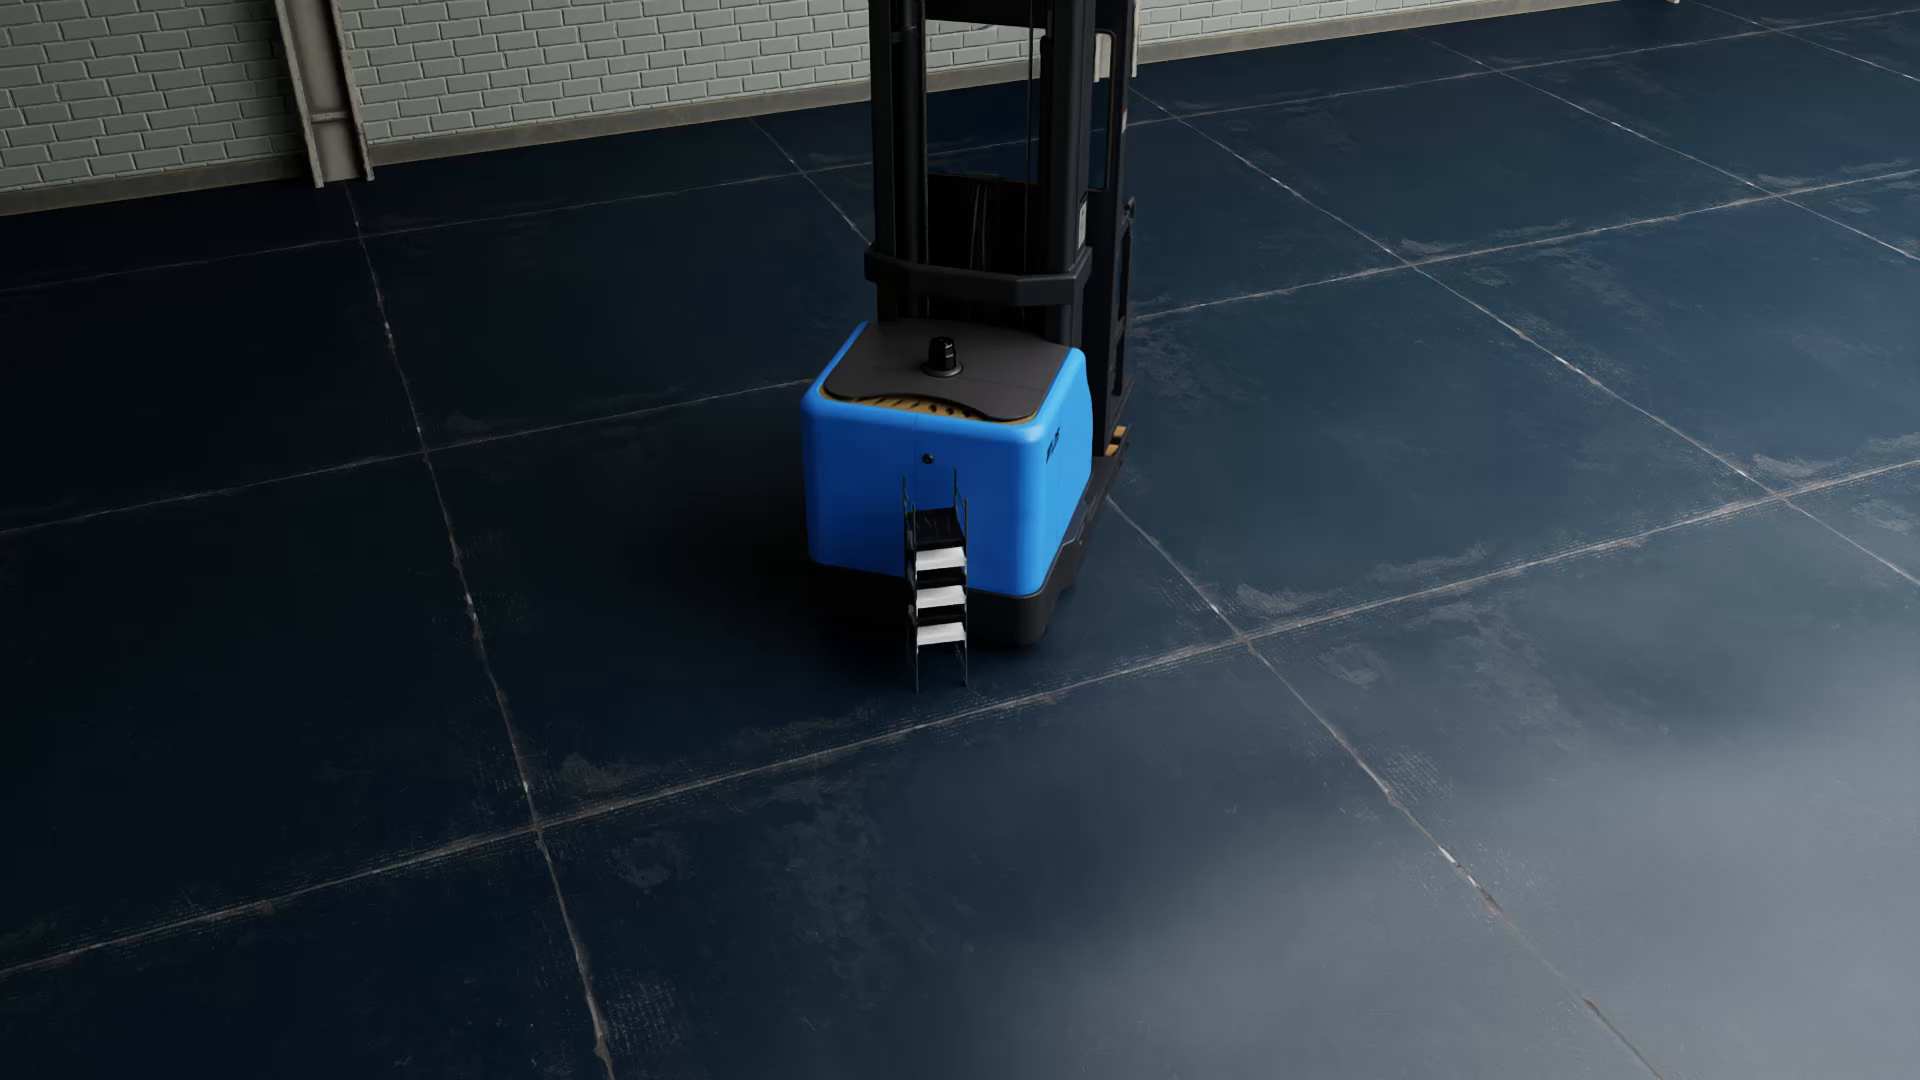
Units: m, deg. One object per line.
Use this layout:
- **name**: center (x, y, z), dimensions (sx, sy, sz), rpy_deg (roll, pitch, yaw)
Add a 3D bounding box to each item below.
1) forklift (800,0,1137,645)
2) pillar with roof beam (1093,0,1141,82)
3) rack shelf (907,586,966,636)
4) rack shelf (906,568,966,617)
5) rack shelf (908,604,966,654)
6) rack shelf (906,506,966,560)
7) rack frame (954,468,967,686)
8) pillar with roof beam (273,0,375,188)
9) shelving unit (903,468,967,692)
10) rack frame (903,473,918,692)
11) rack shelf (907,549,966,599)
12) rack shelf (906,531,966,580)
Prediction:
- **forklift**: center (0.237, -1.589, 7.504), dimensions (1.130, 2.935, 3.031), rpy_deg (9, 34, 13)
- **pillar with roof beam**: center (2.867, -5.426, 7.838), dimensions (0.400, 9.000, 9.100), rpy_deg (-13, 35, -19)
- **rack shelf**: center (-0.098, 0.273, 6.732), dimensions (0.200, 0.077, 0.258), rpy_deg (-6, 34, -9)
- **rack shelf**: center (-0.098, 0.197, 6.683), dimensions (0.200, 0.077, 0.258), rpy_deg (-6, 34, -9)
- **rack shelf**: center (-0.098, 0.348, 6.781), dimensions (0.200, 0.077, 0.258), rpy_deg (-6, 34, -9)
- **rack shelf**: center (-0.098, -0.029, 6.535), dimensions (0.200, 0.077, 0.258), rpy_deg (-6, 34, -9)
- **rack frame**: center (0.002, 0.159, 6.681), dimensions (0.006, 0.900, 0.240), rpy_deg (-6, 34, -9)
- **pillar with roof beam**: center (-2.665, -4.159, 5.891), dimensions (0.400, 9.000, 9.100), rpy_deg (-13, 35, -19)
- **shelving unit**: center (-0.098, 0.170, 6.664), dimensions (0.210, 0.900, 0.258), rpy_deg (-6, 34, -9)
- **rack frame**: center (-0.198, 0.180, 6.648), dimensions (0.006, 0.900, 0.240), rpy_deg (-6, 34, -9)
- **rack shelf**: center (-0.098, 0.122, 6.633), dimensions (0.200, 0.077, 0.258), rpy_deg (-6, 34, -9)
- **rack shelf**: center (-0.098, 0.047, 6.584), dimensions (0.200, 0.077, 0.258), rpy_deg (-6, 34, -9)
